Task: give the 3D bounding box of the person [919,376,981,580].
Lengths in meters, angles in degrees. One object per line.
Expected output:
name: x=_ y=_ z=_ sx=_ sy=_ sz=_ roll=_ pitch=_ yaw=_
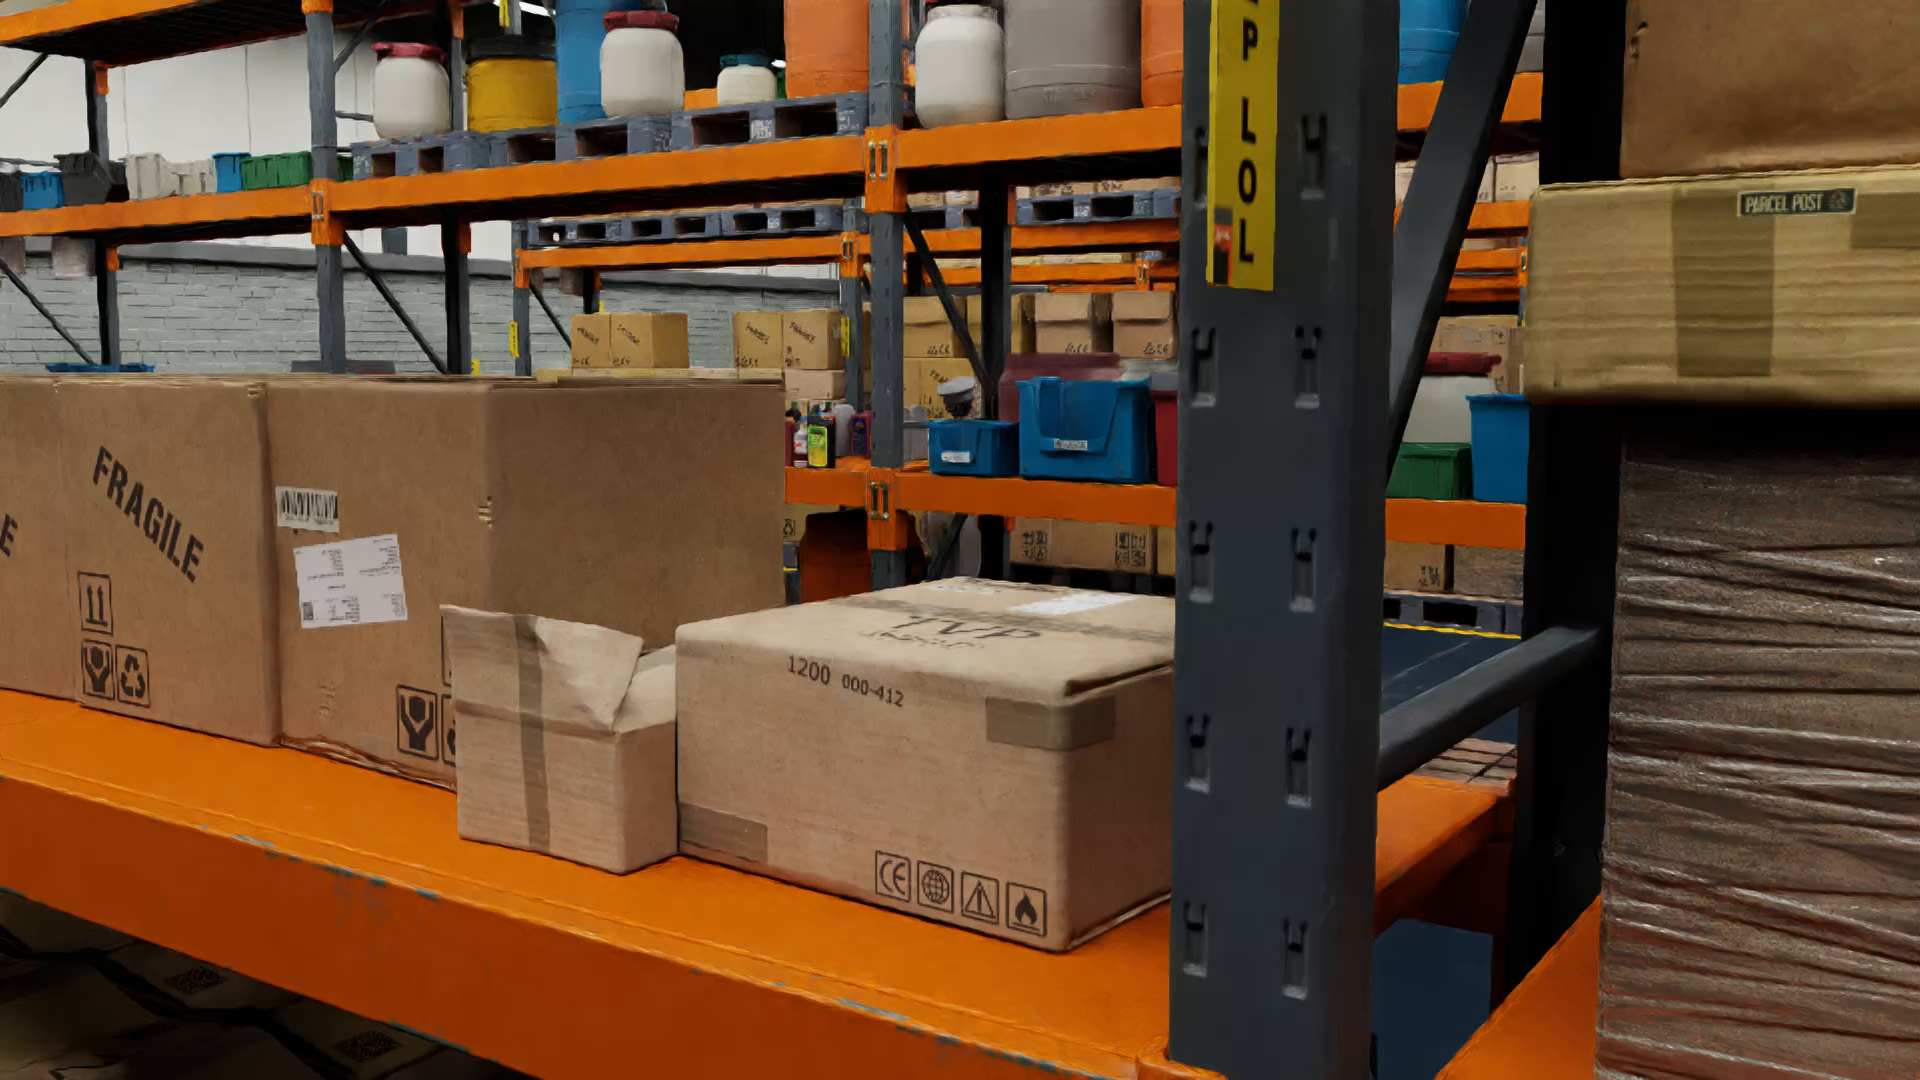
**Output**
person: x=0.023 y=-0.098 z=9.617 sx=0.569 sy=1.685 sz=0.405 roll=4 pitch=8 yaw=32
